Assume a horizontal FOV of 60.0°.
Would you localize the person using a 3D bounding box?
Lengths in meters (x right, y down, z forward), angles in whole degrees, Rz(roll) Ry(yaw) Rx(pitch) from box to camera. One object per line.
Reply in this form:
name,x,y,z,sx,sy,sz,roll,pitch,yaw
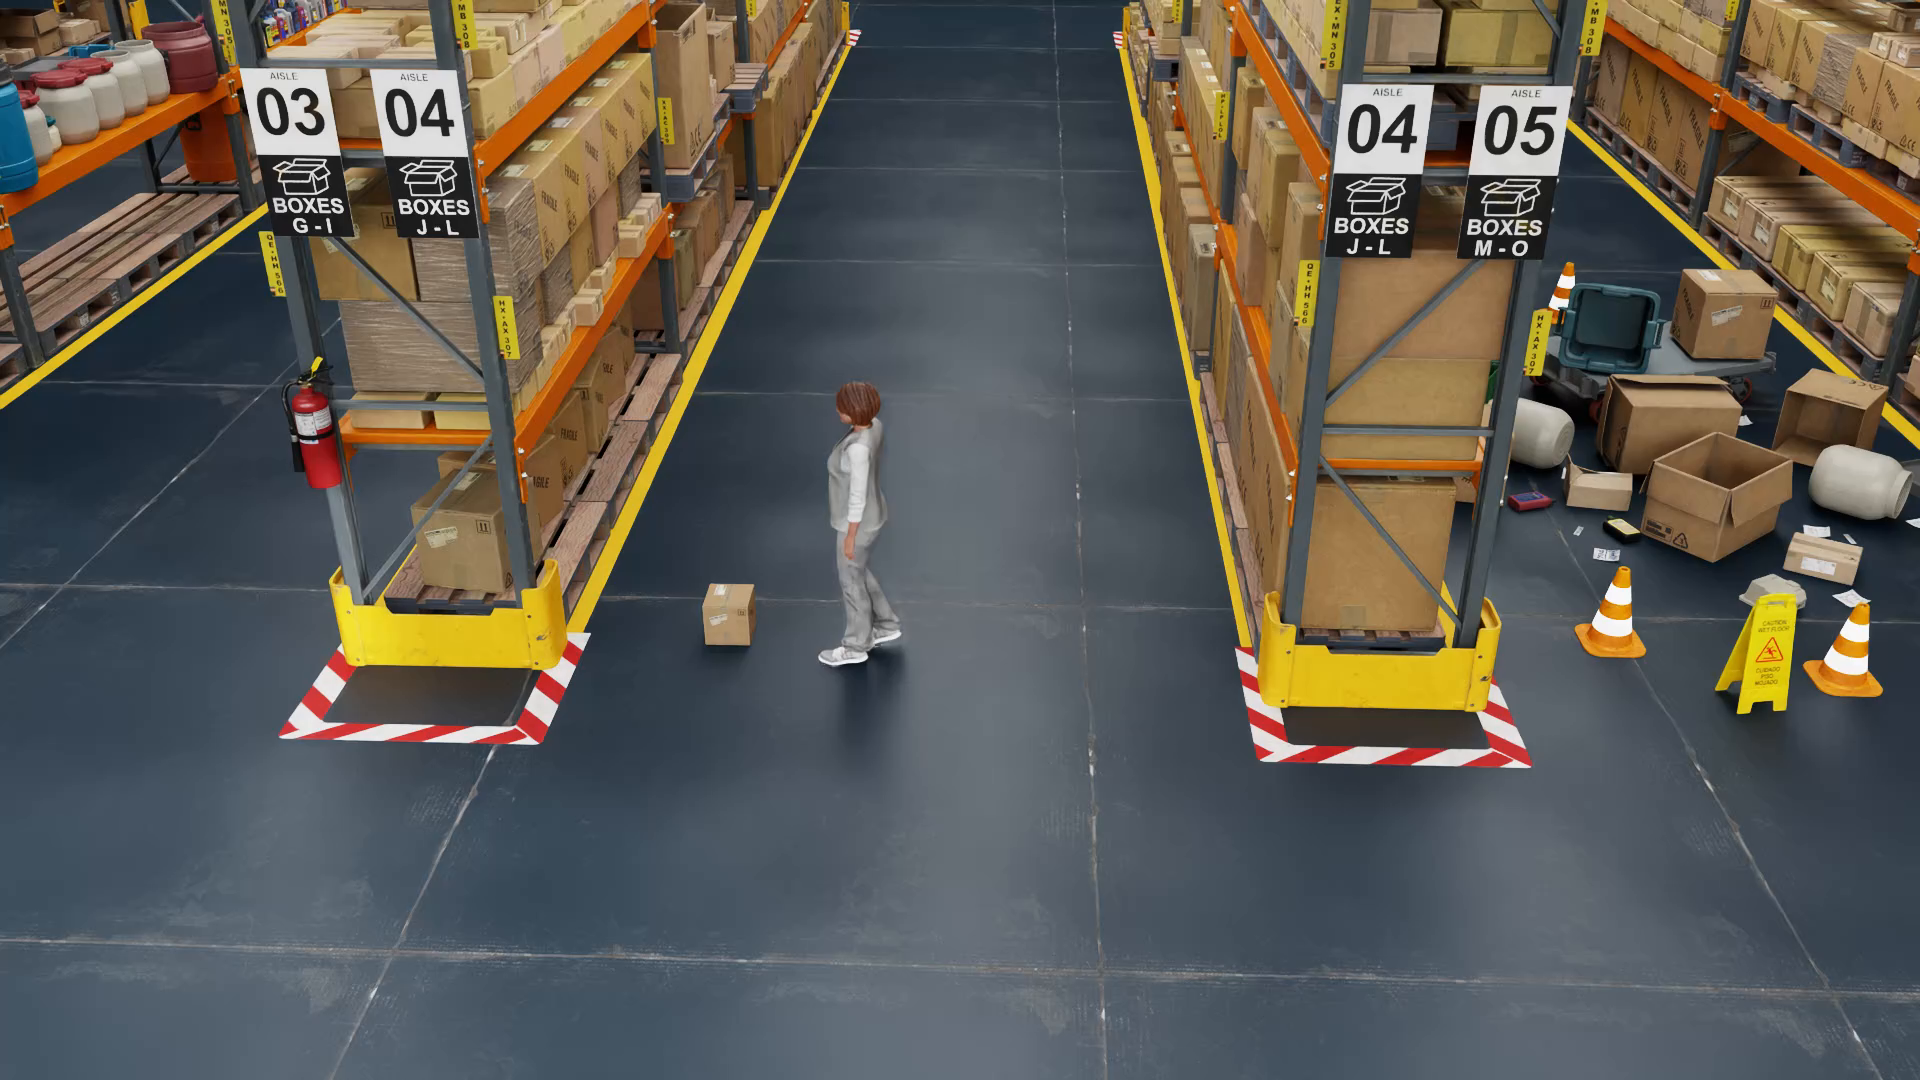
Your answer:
person,-0.541,-0.086,8.776,0.427,1.608,0.429,4,29,8
